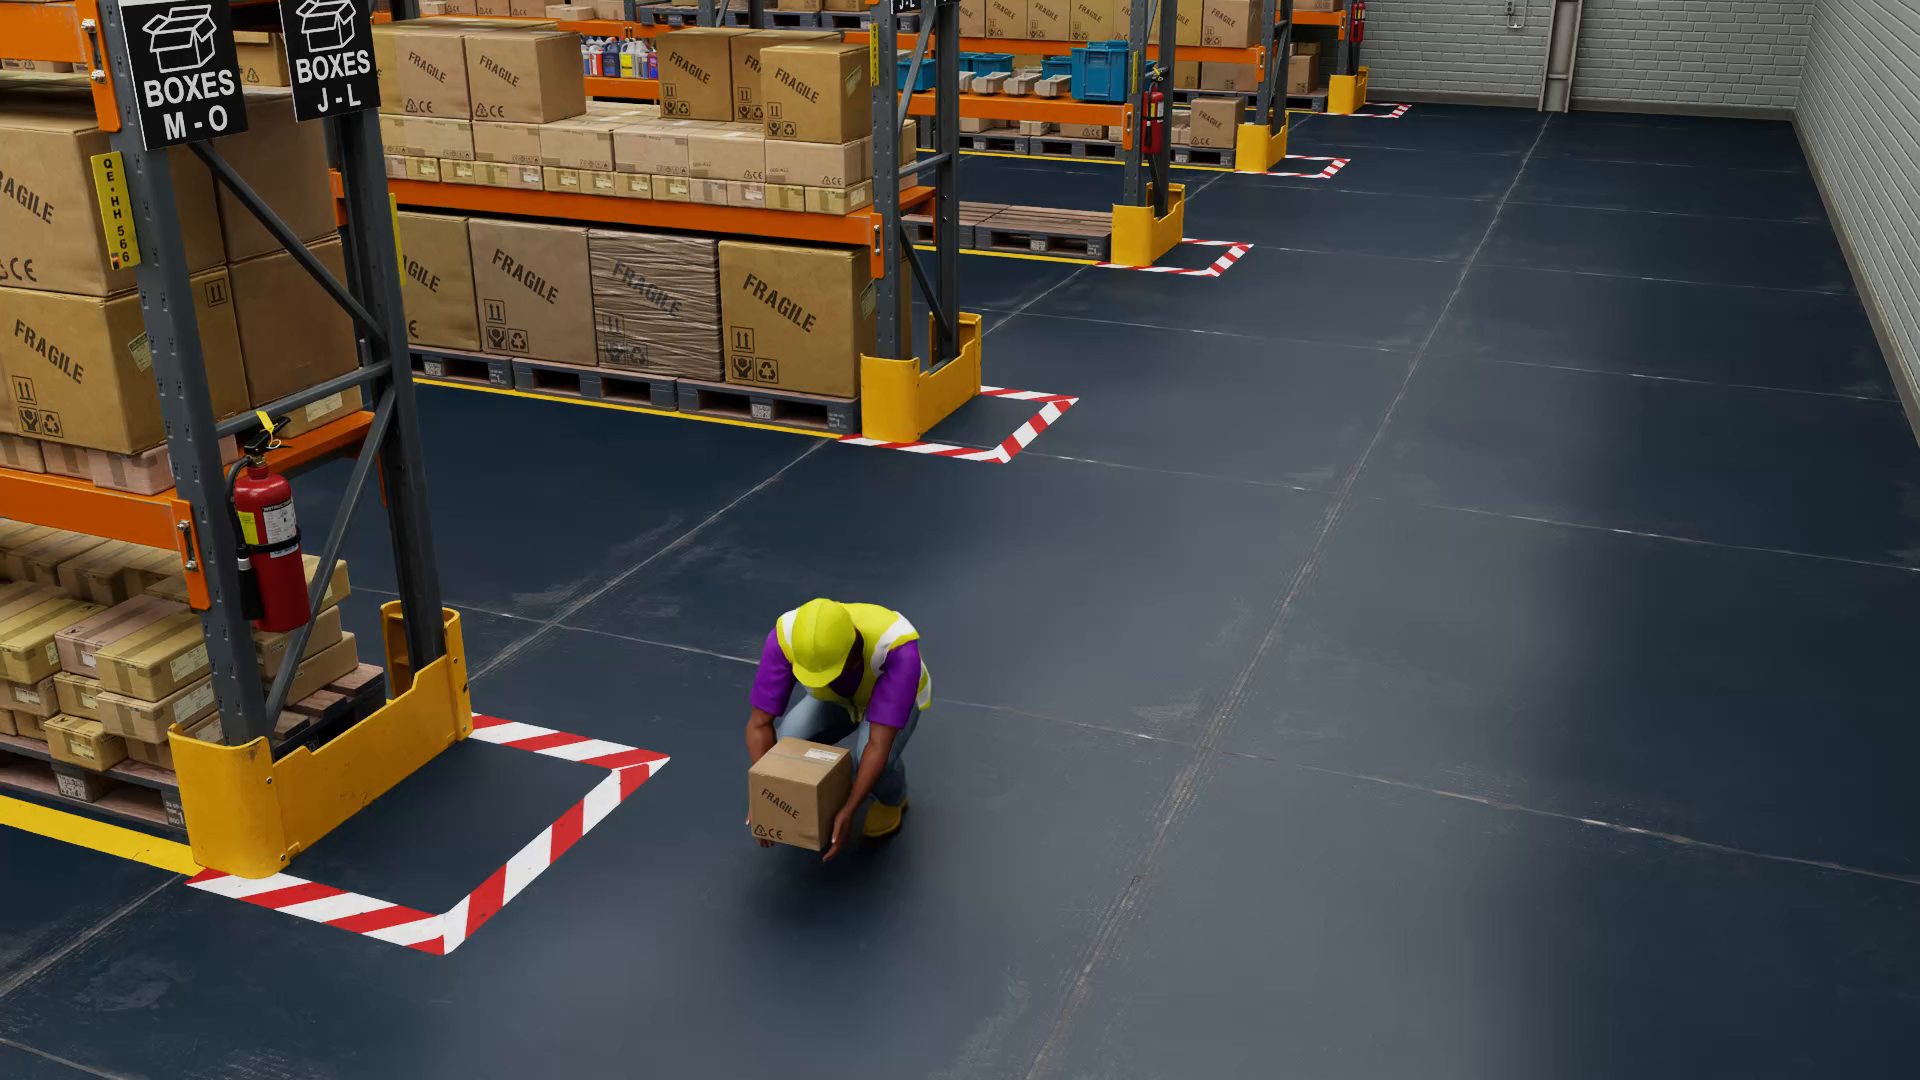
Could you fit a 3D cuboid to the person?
[{"bbox_3d":[-0.389,0.579,5.710,0.585,0.967,0.874,9,24,20],"label":"person"}]
